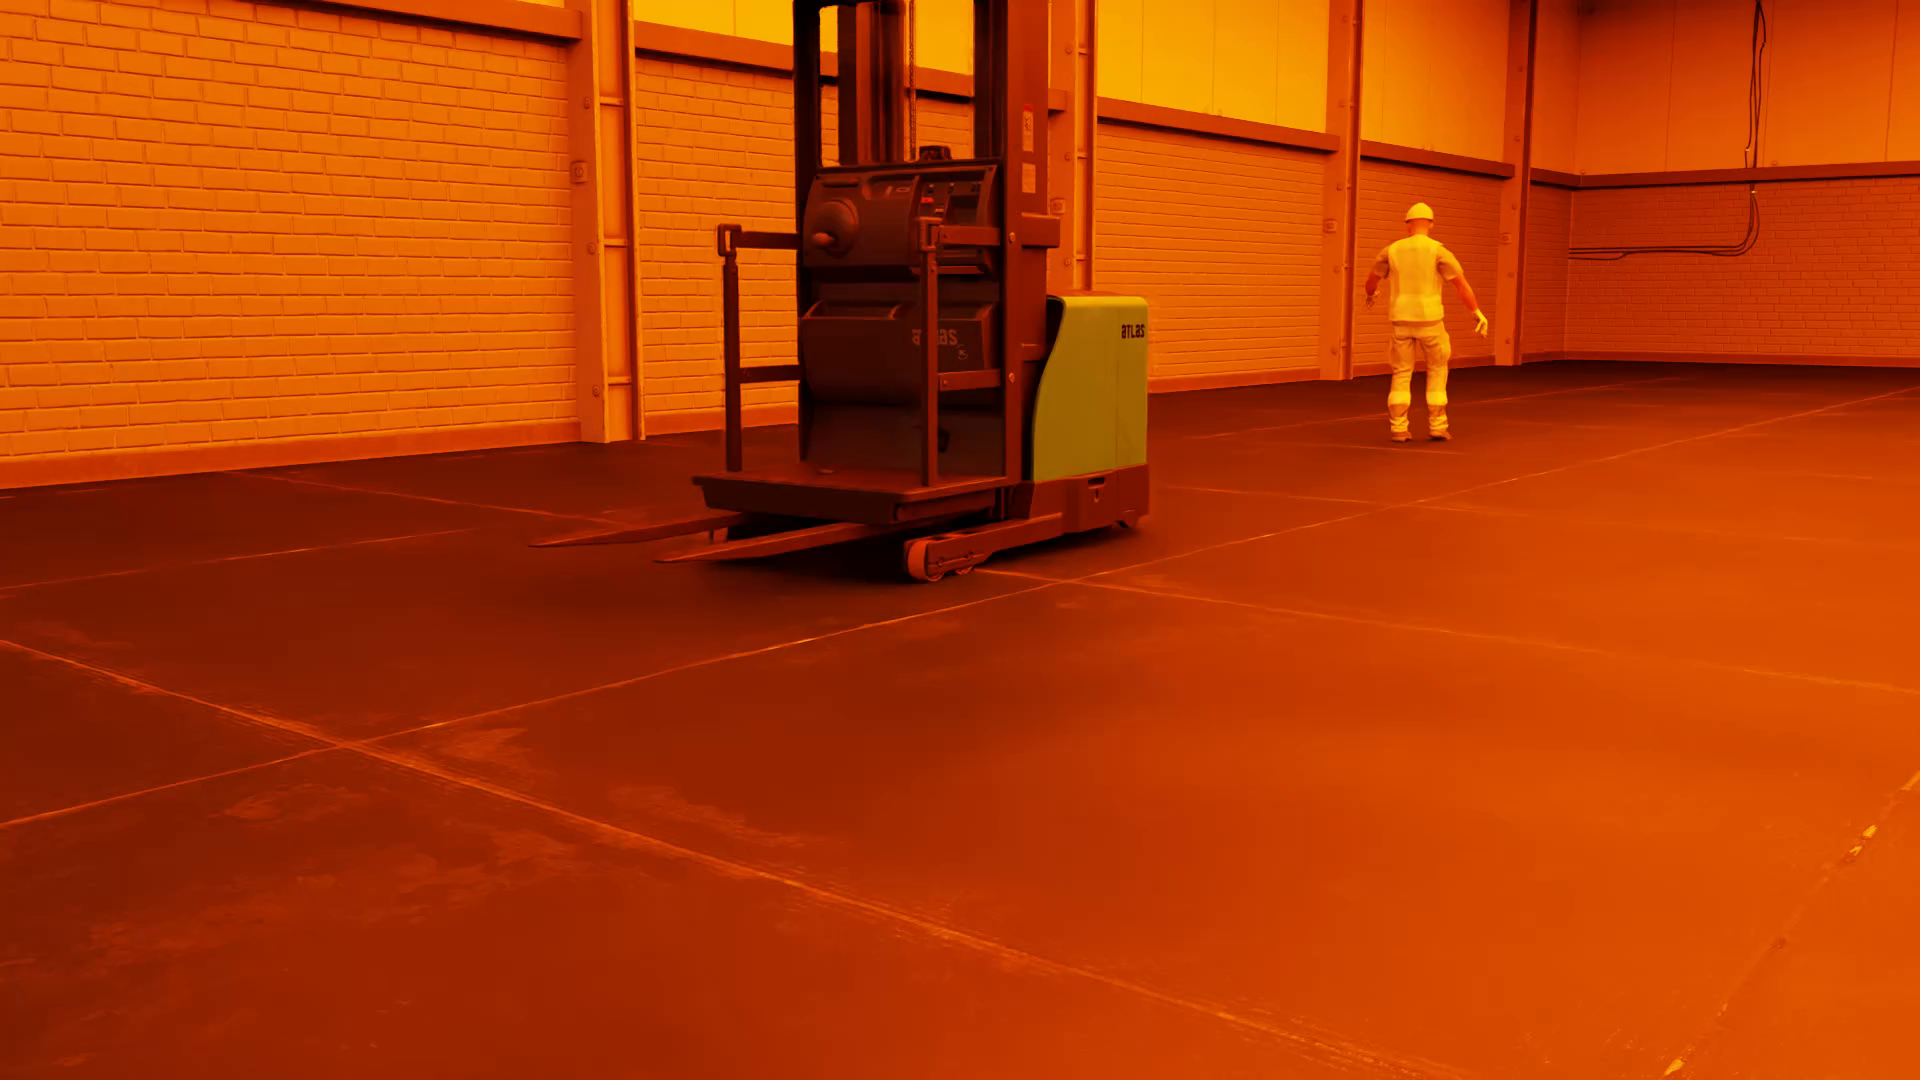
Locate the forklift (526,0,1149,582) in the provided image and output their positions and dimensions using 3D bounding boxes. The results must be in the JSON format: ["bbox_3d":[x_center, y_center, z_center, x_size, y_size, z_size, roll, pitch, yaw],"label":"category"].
[{"bbox_3d":[-0.374,-1.368,6.629,1.130,2.935,3.031,6,10,34],"label":"forklift"}]

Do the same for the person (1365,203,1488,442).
[{"bbox_3d":[3.482,-1.612,12.498,1.016,1.803,0.610,5,10,33],"label":"person"}]
